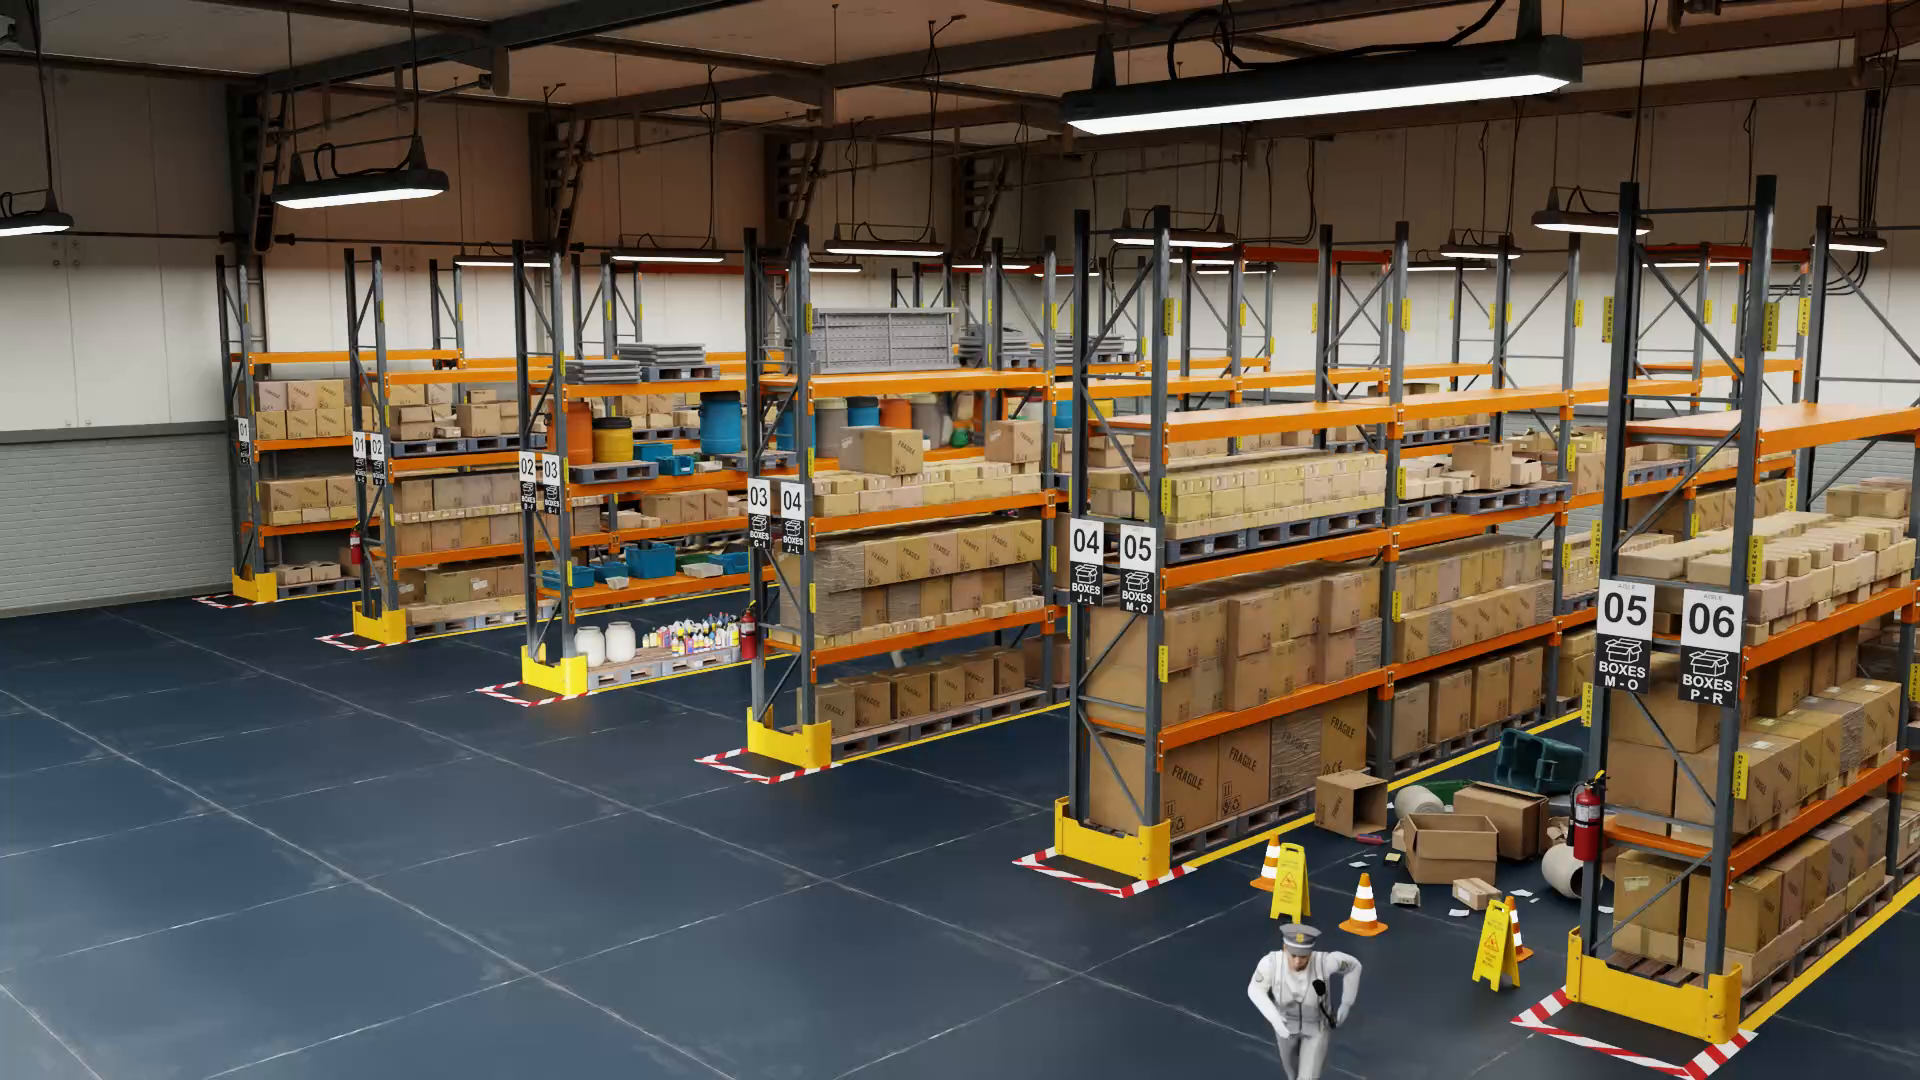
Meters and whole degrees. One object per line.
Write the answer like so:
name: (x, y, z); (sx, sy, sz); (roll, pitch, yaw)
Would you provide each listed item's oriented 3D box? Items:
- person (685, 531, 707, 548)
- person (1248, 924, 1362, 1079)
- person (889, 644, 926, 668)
person: (-5.078, -0.139, 32.087); (0.517, 1.541, 0.528); (7, 10, 39)
person: (2.088, 2.995, 10.101); (0.658, 1.625, 0.966); (2, 8, 15)
person: (-0.768, 1.114, 23.220); (0.637, 1.622, 0.669); (7, 11, 40)
